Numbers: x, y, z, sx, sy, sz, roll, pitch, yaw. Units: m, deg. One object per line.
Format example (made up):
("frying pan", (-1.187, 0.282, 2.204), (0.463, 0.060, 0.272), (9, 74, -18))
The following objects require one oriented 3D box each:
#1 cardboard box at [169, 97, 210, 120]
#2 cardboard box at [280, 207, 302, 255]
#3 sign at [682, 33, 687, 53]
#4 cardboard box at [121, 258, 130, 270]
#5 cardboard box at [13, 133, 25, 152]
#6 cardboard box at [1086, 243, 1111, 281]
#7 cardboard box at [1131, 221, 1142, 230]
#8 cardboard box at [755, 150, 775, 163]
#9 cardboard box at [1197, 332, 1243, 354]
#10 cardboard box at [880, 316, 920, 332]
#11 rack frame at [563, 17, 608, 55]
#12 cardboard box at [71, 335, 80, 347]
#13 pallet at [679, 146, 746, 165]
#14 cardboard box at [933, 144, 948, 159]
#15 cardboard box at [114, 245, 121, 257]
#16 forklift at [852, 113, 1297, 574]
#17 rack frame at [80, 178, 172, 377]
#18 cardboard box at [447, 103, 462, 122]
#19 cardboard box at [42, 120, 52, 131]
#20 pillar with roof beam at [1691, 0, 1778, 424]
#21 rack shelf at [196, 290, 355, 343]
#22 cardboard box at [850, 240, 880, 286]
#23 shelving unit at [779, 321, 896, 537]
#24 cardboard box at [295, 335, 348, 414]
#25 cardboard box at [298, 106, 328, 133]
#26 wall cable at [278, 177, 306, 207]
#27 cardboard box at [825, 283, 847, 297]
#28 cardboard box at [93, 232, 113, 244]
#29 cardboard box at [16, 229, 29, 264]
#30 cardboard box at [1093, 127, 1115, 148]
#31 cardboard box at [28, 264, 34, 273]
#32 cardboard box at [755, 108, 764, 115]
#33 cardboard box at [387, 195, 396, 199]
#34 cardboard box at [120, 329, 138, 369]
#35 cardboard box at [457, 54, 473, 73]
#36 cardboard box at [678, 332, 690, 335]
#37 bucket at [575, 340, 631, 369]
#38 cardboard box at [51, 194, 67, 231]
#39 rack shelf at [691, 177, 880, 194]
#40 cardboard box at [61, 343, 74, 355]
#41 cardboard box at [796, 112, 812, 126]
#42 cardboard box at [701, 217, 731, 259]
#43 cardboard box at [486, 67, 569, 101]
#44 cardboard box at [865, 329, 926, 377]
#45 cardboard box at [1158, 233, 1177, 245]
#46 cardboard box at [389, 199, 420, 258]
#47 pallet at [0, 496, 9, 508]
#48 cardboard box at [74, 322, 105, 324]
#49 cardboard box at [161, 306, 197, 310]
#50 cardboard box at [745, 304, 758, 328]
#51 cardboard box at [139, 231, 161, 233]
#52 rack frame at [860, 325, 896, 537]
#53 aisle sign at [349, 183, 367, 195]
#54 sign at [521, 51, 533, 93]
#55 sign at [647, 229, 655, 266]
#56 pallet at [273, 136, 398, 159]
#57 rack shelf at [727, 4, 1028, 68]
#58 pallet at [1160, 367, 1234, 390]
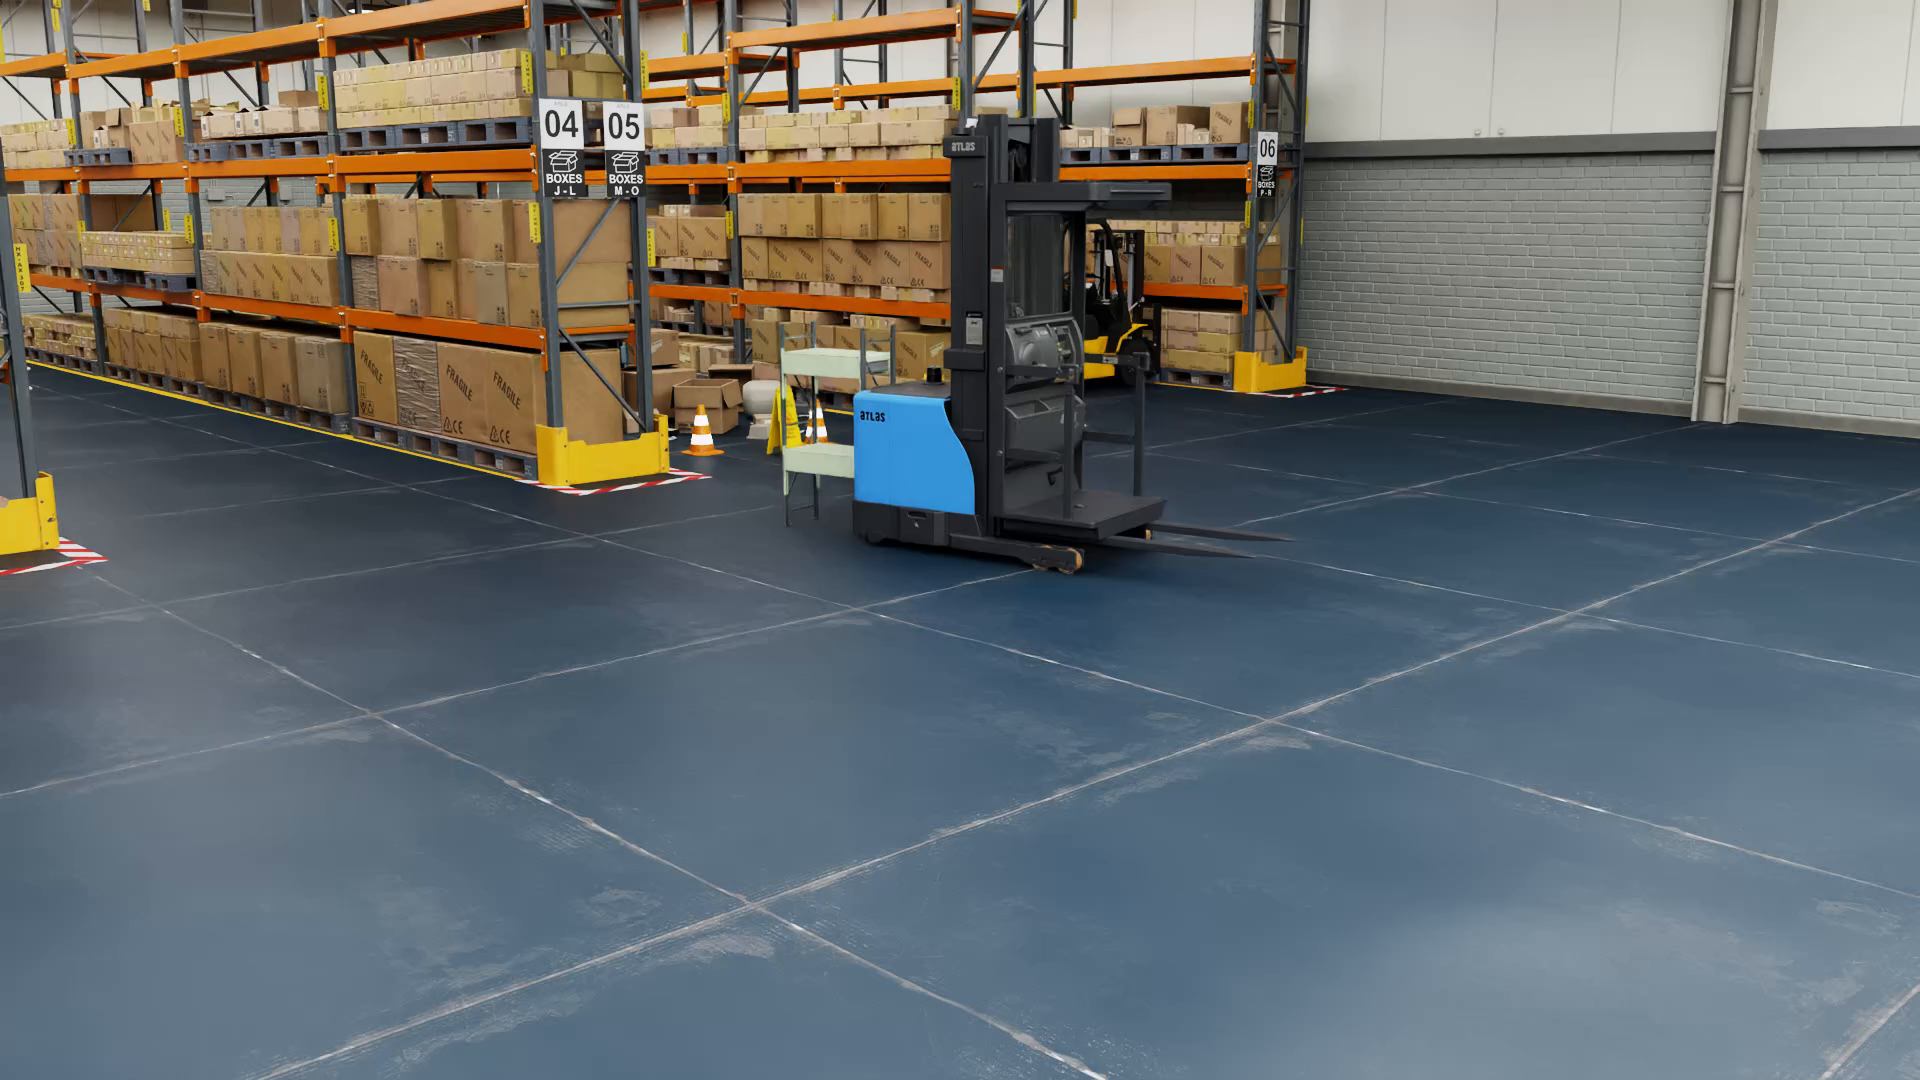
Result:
("cardboard box", (-9.121, -5.111, 19.707), (0.396, 0.266, 0.258), (-11, 16, -43))
("cardboard box", (-6.944, -3.370, 18.111), (0.700, 0.500, 0.500), (-11, 16, -42))
("sign", (-4.724, -8.537, 28.538), (0.100, 0.325, 0.005), (-11, 16, -43))
("cardboard box", (-10.400, -3.513, 21.111), (0.250, 0.149, 0.380), (11, 16, 43))
("cardboard box", (-13.362, -5.752, 24.094), (0.500, 0.250, 0.500), (-11, 16, -42))
("cardboard box", (2.046, -3.809, 22.716), (0.500, 0.500, 0.500), (-11, 16, -43))
("cardboard box", (2.505, -4.183, 22.187), (0.380, 0.149, 0.250), (-11, 16, -42))
("cardboard box", (-2.205, -4.536, 19.684), (0.380, 0.149, 0.250), (-11, 16, -42))
("cardboard box", (3.406, -2.556, 21.417), (0.500, 0.250, 0.500), (-11, 16, -43))
("cardboard box", (-0.663, -2.401, 18.439), (0.380, 0.149, 0.250), (-10, 15, -41))
("rack frame", (-7.081, -8.698, 31.828), (1.000, 3.000, 0.127), (-11, 16, -43))
("cardboard box", (-12.258, -2.810, 23.405), (0.250, 0.149, 0.380), (11, 16, 43))
("pallet", (-2.731, -4.798, 20.798), (1.213, 0.211, 1.003), (-11, 16, -43))
("cardboard box", (-0.068, -4.091, 17.525), (0.380, 0.149, 0.250), (-11, 16, -42))
("cardboard box", (-10.567, -3.695, 21.257), (0.380, 0.149, 0.250), (-11, 16, -43))
("forklift", (0.750, -1.336, 11.134), (3.031, 2.935, 1.130), (8, 14, 32))
("rack frame", (-11.416, -3.779, 22.820), (1.000, 3.000, 0.127), (-11, 16, -43))
("cardboard box", (-4.307, -3.778, 14.717), (0.380, 0.149, 0.250), (-11, 16, -43))
("cardboard box", (-12.556, -5.773, 23.211), (0.250, 0.149, 0.380), (11, 16, 43))
("pillar with roof beam", (5.169, -5.114, 14.435), (9.100, 9.000, 0.400), (-11, 16, -43))
("rack shelf", (-7.273, -2.551, 18.642), (1.077, 0.370, 4.000), (-11, 16, -43))
("cardboard box", (-0.879, -3.115, 18.612), (0.500, 0.500, 0.500), (-11, 16, -43))
("shelving unit", (-0.893, -0.830, 12.223), (0.755, 1.500, 0.431), (8, 14, 32))
("cardboard box", (-6.385, -1.793, 17.717), (1.050, 0.750, 0.750), (-11, 16, -43))
("cardboard box", (-6.495, -4.343, 17.205), (0.500, 0.250, 0.500), (-11, 16, -42))
("wall cable", (-13.562, -6.584, 33.917), (0.588, 1.984, 0.122), (-11, 16, -43))
("cardboard box", (-1.325, -2.881, 19.086), (0.380, 0.149, 0.250), (-11, 16, -43))
("cardboard box", (-11.105, -3.954, 21.776), (0.380, 0.149, 0.250), (-11, 16, -42))
("cardboard box", (-13.681, -4.379, 24.747), (0.500, 0.500, 0.500), (-11, 16, -42))
("cardboard box", (2.011, -5.407, 22.334), (0.258, 0.266, 0.396), (11, 16, 44))
("cardboard box", (-13.839, -4.069, 24.849), (0.250, 0.149, 0.380), (11, 16, 44))
("cardboard box", (-2.847, -5.375, 21.224), (0.500, 0.250, 0.500), (-11, 16, -44))
("cardboard box", (-9.004, -5.498, 26.830), (0.380, 0.149, 0.250), (-11, 16, -43))
("cardboard box", (-10.731, -2.539, 21.953), (0.500, 0.500, 0.500), (-10, 15, -40))
("cardboard box", (-4.136, -4.132, 14.460), (0.380, 0.149, 0.250), (-11, 16, -42))
("cardboard box", (-4.245, -2.628, 22.705), (0.950, 0.372, 0.625), (-11, 16, -44))
("bucket", (-4.130, -2.054, 18.793), (0.726, 0.611, 0.620), (-5, 3, -23))
("cardboard box", (-12.298, -4.569, 23.192), (0.500, 0.500, 0.500), (11, 16, 43))
("rack shelf", (-2.937, -6.001, 27.953), (1.077, 0.370, 4.000), (-11, 16, -43))
("cardboard box", (-12.648, -2.749, 23.846), (0.380, 0.149, 0.250), (-11, 16, -43))
("cardboard box", (-1.654, -4.816, 19.068), (0.250, 0.149, 0.380), (11, 16, 43))
("cardboard box", (-2.866, -3.752, 20.662), (0.500, 0.500, 0.500), (-11, 16, -44))
("cardboard box", (-3.669, -3.856, 14.107), (0.500, 0.250, 0.500), (-11, 16, -42))
("cardboard box", (-0.724, -2.115, 18.657), (0.500, 0.500, 0.500), (-10, 15, -40))
("cardboard box", (2.812, -3.952, 21.806), (0.250, 0.149, 0.380), (11, 16, 43))
("cardboard box", (-4.924, -2.993, 15.958), (0.875, 0.550, 0.550), (-11, 16, -43))
("pallet", (-7.374, -0.120, 11.971), (1.003, 0.211, 1.213), (-11, 16, -43))
("cardboard box", (-12.355, -3.011, 23.644), (0.380, 0.149, 0.250), (-10, 15, -41))
("cardboard box", (-10.374, -2.977, 22.225), (0.500, 0.250, 0.500), (-10, 15, -40))
("cardboard box", (-3.431, -3.905, 28.588), (0.500, 0.500, 0.500), (11, 16, 43))
("cardboard box", (-10.812, -4.082, 22.401), (0.250, 0.149, 0.380), (11, 16, 43))
("rack frame", (-0.586, -0.790, 12.027), (0.023, 1.500, 0.400), (8, 14, 32))
("aisle sign", (-10.494, -6.394, 29.072), (0.394, 0.787, 0.004), (-11, 16, -43))
("sign", (-3.531, -3.818, 13.578), (0.100, 0.325, 0.005), (-11, 16, -43))
("sign", (-2.724, -2.567, 14.595), (0.100, 0.325, 0.005), (-11, 16, -43))
("pallet", (-6.561, -4.114, 17.486), (1.217, 0.209, 0.805), (11, 16, 43))
("rack shelf", (-1.000, -5.608, 18.624), (1.077, 0.370, 4.000), (-11, 16, -43))
("pallet", (3.410, -2.164, 21.894), (1.003, 0.211, 1.213), (-11, 16, -43))
